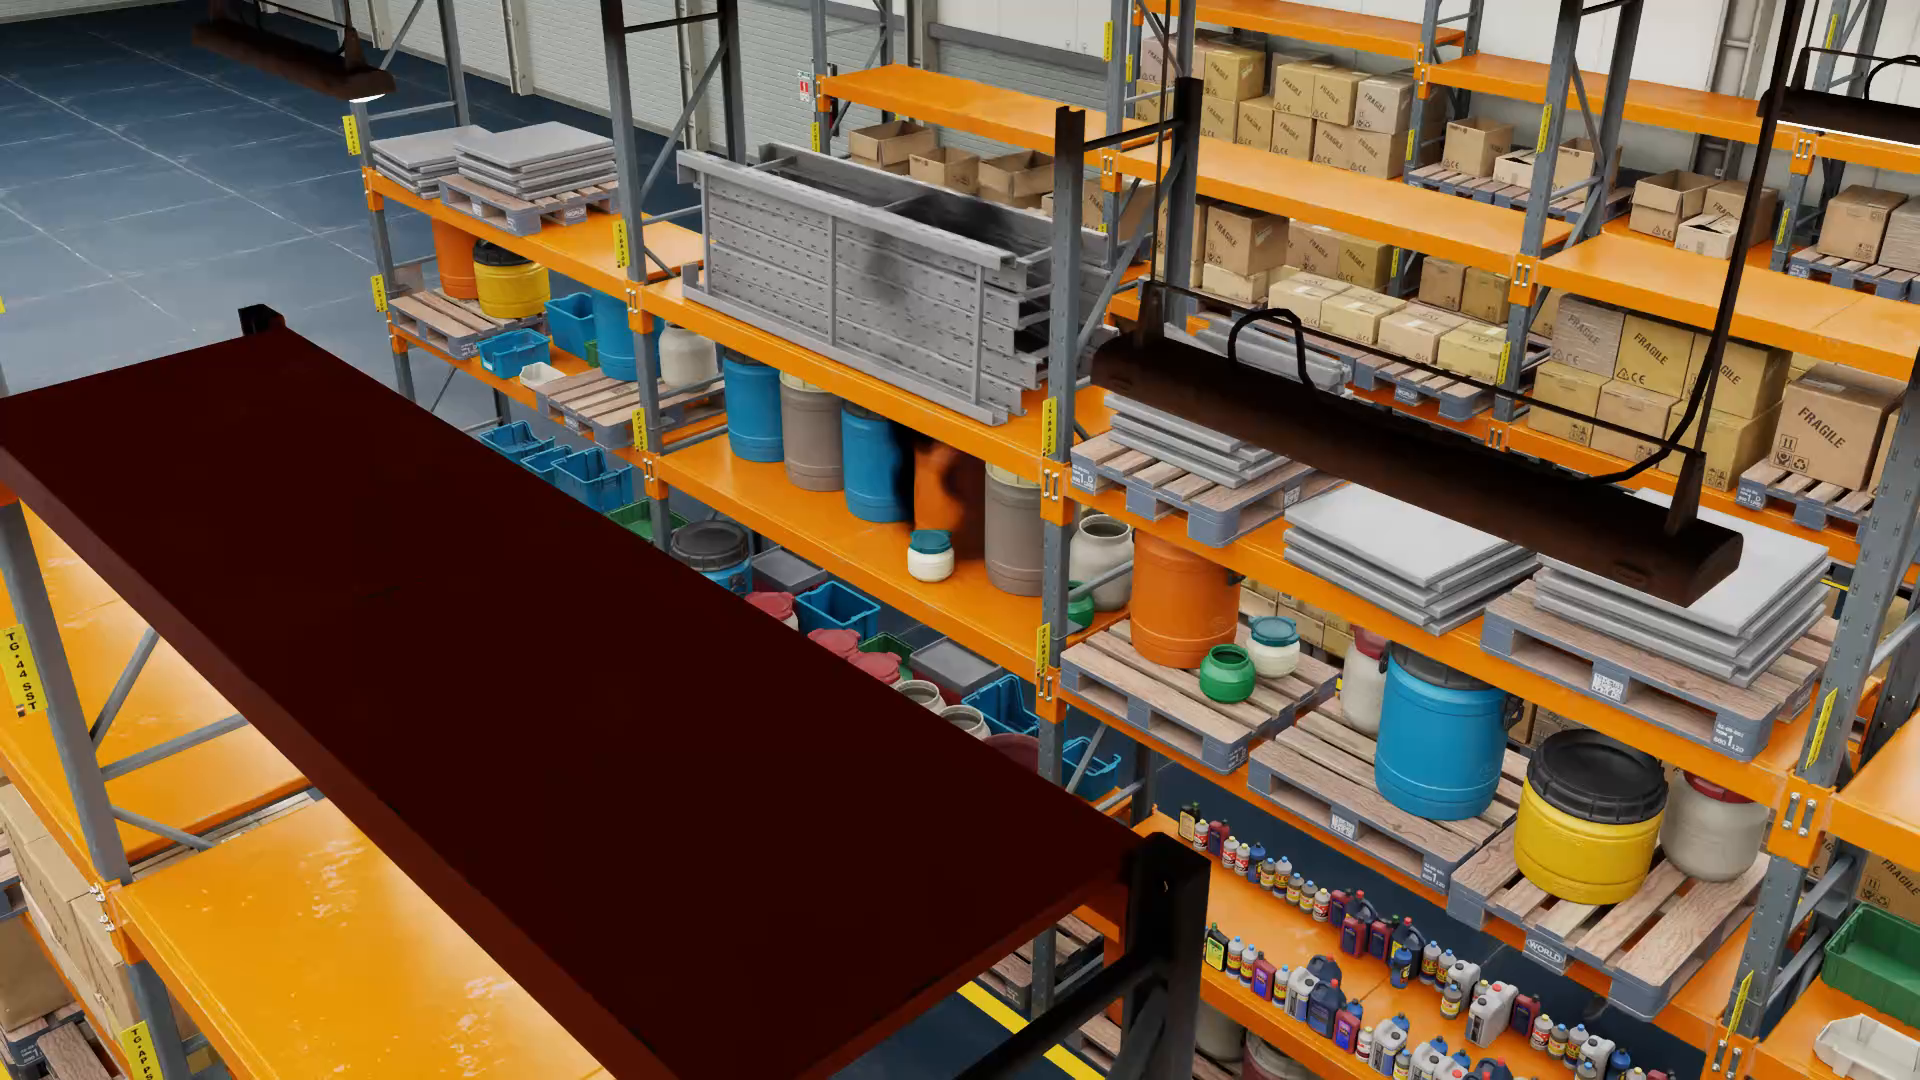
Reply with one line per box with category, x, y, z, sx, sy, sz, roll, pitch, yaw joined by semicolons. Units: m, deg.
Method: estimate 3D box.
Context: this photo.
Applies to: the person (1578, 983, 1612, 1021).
person;4.032;2.271;10.597;0.659;1.697;0.659;22;35;35
